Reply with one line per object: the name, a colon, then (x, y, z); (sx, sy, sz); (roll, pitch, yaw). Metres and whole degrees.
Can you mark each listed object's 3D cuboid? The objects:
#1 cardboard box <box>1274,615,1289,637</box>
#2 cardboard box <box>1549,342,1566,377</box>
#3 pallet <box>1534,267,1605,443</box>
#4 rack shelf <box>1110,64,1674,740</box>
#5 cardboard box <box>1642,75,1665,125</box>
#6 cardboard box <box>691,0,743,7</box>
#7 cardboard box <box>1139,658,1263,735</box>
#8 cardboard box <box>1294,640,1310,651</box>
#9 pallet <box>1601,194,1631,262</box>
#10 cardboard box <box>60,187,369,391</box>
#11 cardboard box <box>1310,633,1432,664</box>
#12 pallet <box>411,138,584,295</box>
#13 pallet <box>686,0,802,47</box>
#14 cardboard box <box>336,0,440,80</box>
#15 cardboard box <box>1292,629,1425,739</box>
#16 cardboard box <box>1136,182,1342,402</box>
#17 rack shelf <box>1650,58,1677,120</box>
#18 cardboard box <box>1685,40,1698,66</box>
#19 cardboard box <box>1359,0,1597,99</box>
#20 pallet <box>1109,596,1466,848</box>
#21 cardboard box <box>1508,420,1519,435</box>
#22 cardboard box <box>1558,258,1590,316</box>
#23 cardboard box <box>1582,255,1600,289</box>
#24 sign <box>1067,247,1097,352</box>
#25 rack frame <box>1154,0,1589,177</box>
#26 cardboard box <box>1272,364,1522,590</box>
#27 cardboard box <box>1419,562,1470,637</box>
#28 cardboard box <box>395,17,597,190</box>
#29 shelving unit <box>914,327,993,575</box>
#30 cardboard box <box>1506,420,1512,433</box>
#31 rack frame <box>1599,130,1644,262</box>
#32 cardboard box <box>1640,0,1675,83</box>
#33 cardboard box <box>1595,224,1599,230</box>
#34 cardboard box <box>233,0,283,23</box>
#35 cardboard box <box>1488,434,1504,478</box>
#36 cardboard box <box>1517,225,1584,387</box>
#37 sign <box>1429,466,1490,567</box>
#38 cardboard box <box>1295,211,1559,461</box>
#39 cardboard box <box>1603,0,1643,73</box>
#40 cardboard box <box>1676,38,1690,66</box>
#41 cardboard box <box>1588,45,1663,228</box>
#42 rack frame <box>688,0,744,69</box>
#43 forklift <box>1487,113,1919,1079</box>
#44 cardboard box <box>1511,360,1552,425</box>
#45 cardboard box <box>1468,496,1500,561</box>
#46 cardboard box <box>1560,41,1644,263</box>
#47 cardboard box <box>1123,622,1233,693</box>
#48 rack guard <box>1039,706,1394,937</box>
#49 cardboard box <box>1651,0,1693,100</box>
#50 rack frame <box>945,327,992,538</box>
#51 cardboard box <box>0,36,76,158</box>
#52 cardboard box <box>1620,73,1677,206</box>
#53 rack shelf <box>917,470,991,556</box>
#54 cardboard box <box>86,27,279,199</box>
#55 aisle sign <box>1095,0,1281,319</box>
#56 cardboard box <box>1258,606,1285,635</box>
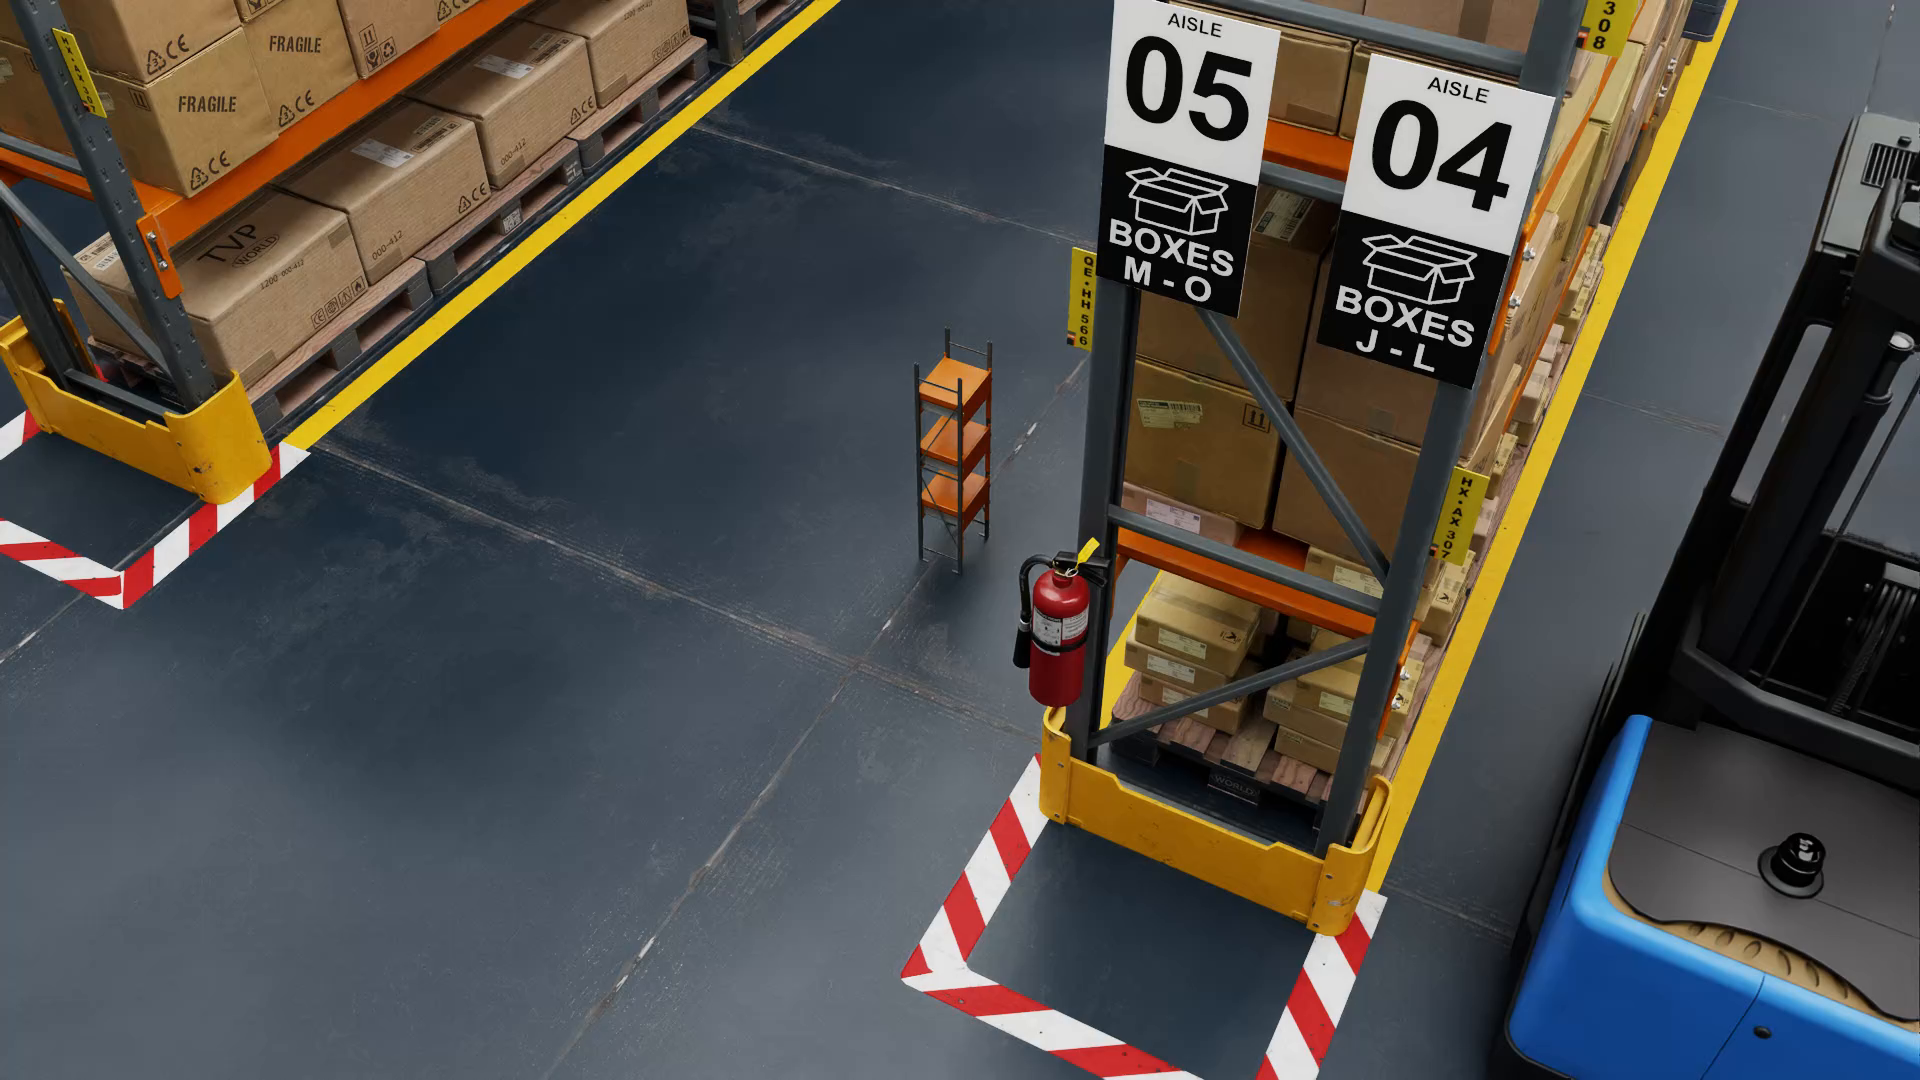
cardboard box: (1.115, 0.186, 6.446); (0.380, 0.149, 0.250); (20, 49, 19)
cardboard box: (2.543, -0.916, 7.536); (0.380, 0.149, 0.250); (19, 48, 18)
pallet: (2.403, -1.039, 7.909); (1.003, 0.211, 1.213); (20, 49, 19)
rack shelf: (1.755, -0.941, 6.357); (1.077, 0.370, 4.000); (20, 49, 19)
cardboard box: (2.735, -1.910, 6.986); (0.380, 0.149, 0.250); (19, 48, 18)
cardboard box: (-1.531, -3.843, 9.917); (0.875, 0.875, 0.875); (22, 49, 20)
cardboard box: (0.886, 0.520, 6.116); (0.380, 0.149, 0.250); (21, 49, 20)
cardboard box: (1.402, 0.504, 6.132); (0.380, 0.149, 0.250); (20, 49, 19)
pallet: (3.044, -1.965, 8.823); (1.003, 0.211, 1.213); (20, 49, 19)
cardboard box: (-3.387, -1.201, 7.614); (0.875, 0.438, 0.875); (19, 48, 18)
cardboard box: (1.474, 0.416, 6.009); (0.380, 0.149, 0.250); (20, 49, 19)
pallet: (-2.735, -1.820, 8.680); (1.003, 0.211, 1.213); (20, 49, 19)
pallet: (-1.456, -3.556, 10.396); (1.003, 0.211, 1.213); (20, 49, 19)
cardboard box: (-2.665, -2.390, 7.213); (0.500, 0.500, 0.500); (20, 49, 19)
cardboard box: (1.371, 0.493, 5.724); (0.380, 0.149, 0.250); (18, 48, 17)
cardboard box: (0.819, -0.796, 4.725); (0.500, 0.500, 0.500); (20, 49, 18)
rack shelf: (3.612, -3.461, 8.848); (1.077, 0.370, 4.000); (20, 49, 19)
cardboard box: (3.991, -3.078, 9.425); (0.500, 0.500, 0.500); (18, 48, 17)
cardboard box: (1.265, -1.309, 3.859); (0.500, 0.250, 0.500); (21, 49, 20)
pallet: (1.270, 0.498, 6.389); (1.003, 0.211, 1.213); (20, 49, 19)
cardboard box: (2.142, -0.446, 7.071); (0.380, 0.149, 0.250); (21, 49, 20)
cardboard box: (2.556, -1.166, 7.364); (0.380, 0.149, 0.250); (20, 49, 19)
cardboard box: (2.704, -1.226, 7.633); (0.380, 0.149, 0.250); (18, 48, 17)
sign: (0.344, -0.648, 4.525); (0.100, 0.325, 0.005); (20, 49, 19)
rack frame: (0.827, -2.043, 2.722); (1.000, 3.000, 0.127); (20, 49, 19)
cardboard box: (1.280, -0.266, 4.904); (0.500, 0.500, 0.500); (23, 50, 21)
cardboard box: (1.623, 0.163, 6.050); (0.380, 0.149, 0.250); (20, 49, 19)
cardboard box: (-2.549, -2.348, 8.747); (0.875, 0.438, 0.875); (19, 48, 18)
shelving unit: (-0.025, -0.335, 6.623); (0.215, 1.050, 0.252); (20, 49, 19)
cardboard box: (2.149, -0.597, 7.011); (0.380, 0.149, 0.250); (18, 48, 17)
rack frame: (2.683, -2.454, 7.346); (1.000, 3.000, 0.127); (20, 49, 19)
cardboard box: (2.219, -1.915, 5.831); (0.500, 0.500, 0.500); (22, 49, 20)
cardboard box: (2.749, -1.499, 7.693); (0.380, 0.149, 0.250); (22, 49, 20)
cardboard box: (-2.896, -2.428, 6.547); (0.500, 0.500, 0.500); (19, 48, 18)
cardboard box: (1.521, -0.268, 5.362); (0.380, 0.149, 0.250); (19, 48, 18)
cardboard box: (1.744, -0.916, 5.546); (0.500, 0.500, 0.500); (21, 49, 20)
sign: (1.307, -0.060, 4.371); (0.100, 0.325, 0.005); (20, 49, 19)
cardboard box: (1.270, -0.621, 4.552); (0.500, 0.500, 0.500); (20, 49, 19)
cardboard box: (1.510, -1.465, 4.365); (0.500, 0.250, 0.500); (22, 49, 20)
cardboard box: (3.505, -2.701, 8.526); (0.500, 0.250, 0.500); (22, 49, 20)
cardboard box: (2.235, -1.556, 6.180); (0.500, 0.500, 0.500); (20, 49, 19)
rack frame: (-1.748, -4.025, 8.899); (1.000, 3.000, 0.127); (20, 49, 19)
forklift: (2.814, -0.037, 5.006); (1.130, 2.935, 3.031); (21, 49, 20)
cardboard box: (2.208, -0.653, 6.857); (0.380, 0.149, 0.250); (19, 48, 18)
cardboard box: (1.954, -0.100, 6.729); (0.380, 0.149, 0.250); (18, 48, 17)
cardboard box: (1.760, -1.261, 5.185); (0.500, 0.500, 0.500); (19, 48, 18)
cardboard box: (0.819, 0.389, 6.037); (0.380, 0.149, 0.250); (19, 48, 18)
rack guard: (0.862, 0.897, 5.792); (1.175, 0.500, 0.348); (20, 49, 19)
cardboard box: (2.709, -2.196, 6.812); (0.500, 0.500, 0.500); (21, 49, 19)
rack frame: (0.032, -0.412, 6.699); (0.200, 1.050, 0.008); (20, 49, 19)
cardboard box: (-3.615, -1.931, 6.759); (0.500, 0.500, 0.500); (21, 49, 19)
cardboard box: (3.261, -2.101, 8.460); (0.500, 0.500, 0.500); (22, 49, 21)
rack shelf: (-0.025, -0.133, 6.828); (0.215, 0.259, 0.240); (20, 49, 19)
cardboard box: (-3.128, -1.748, 6.578); (0.500, 0.500, 0.500); (20, 49, 19)
aisle sign: (0.527, -0.901, 3.984); (0.394, 0.787, 0.004); (20, 49, 19)
cardboard box: (1.015, 0.155, 6.059); (0.380, 0.149, 0.250); (21, 49, 20)
